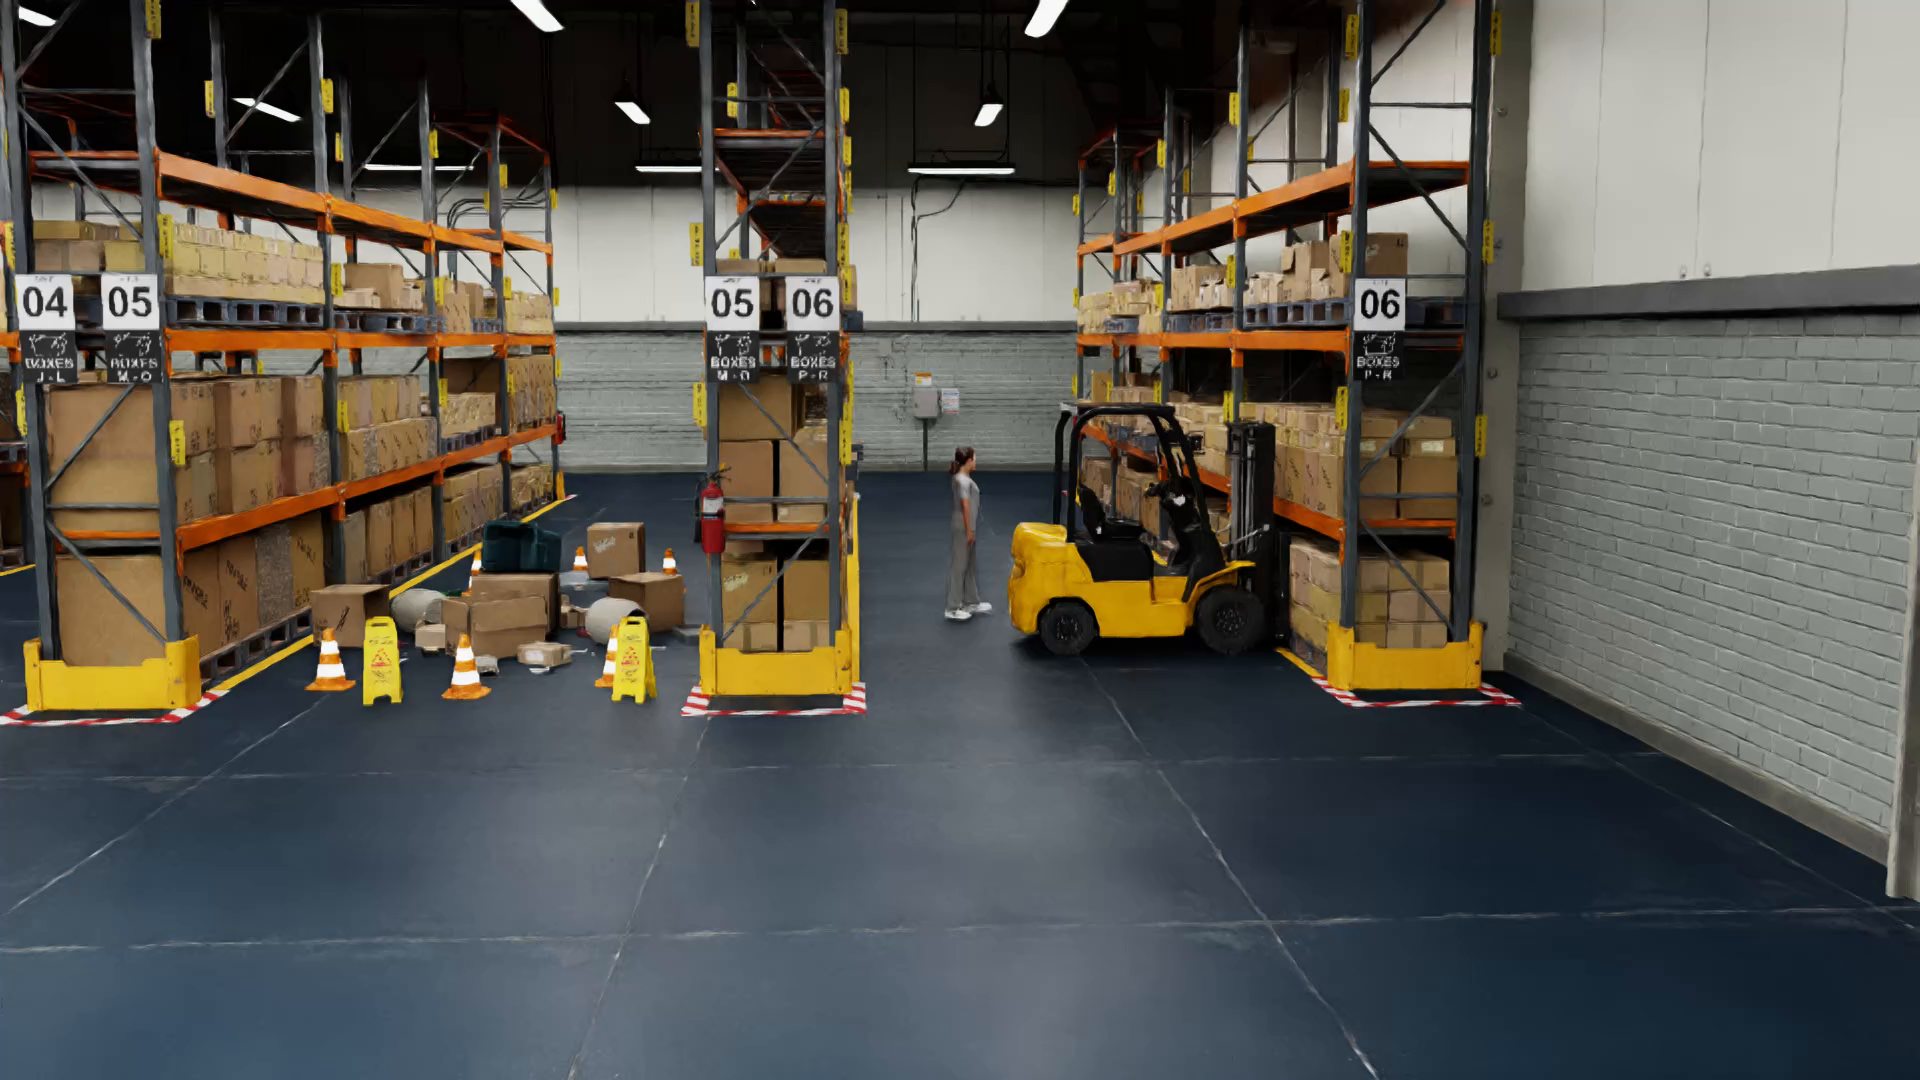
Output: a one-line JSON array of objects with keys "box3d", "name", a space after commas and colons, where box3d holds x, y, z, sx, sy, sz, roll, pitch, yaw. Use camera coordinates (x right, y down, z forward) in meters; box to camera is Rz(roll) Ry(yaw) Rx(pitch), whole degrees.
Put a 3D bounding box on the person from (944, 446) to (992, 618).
[{"box3d": [0.083, -0.090, 16.312, 0.495, 1.670, 0.545, 0, 7, -3], "name": "person"}]
